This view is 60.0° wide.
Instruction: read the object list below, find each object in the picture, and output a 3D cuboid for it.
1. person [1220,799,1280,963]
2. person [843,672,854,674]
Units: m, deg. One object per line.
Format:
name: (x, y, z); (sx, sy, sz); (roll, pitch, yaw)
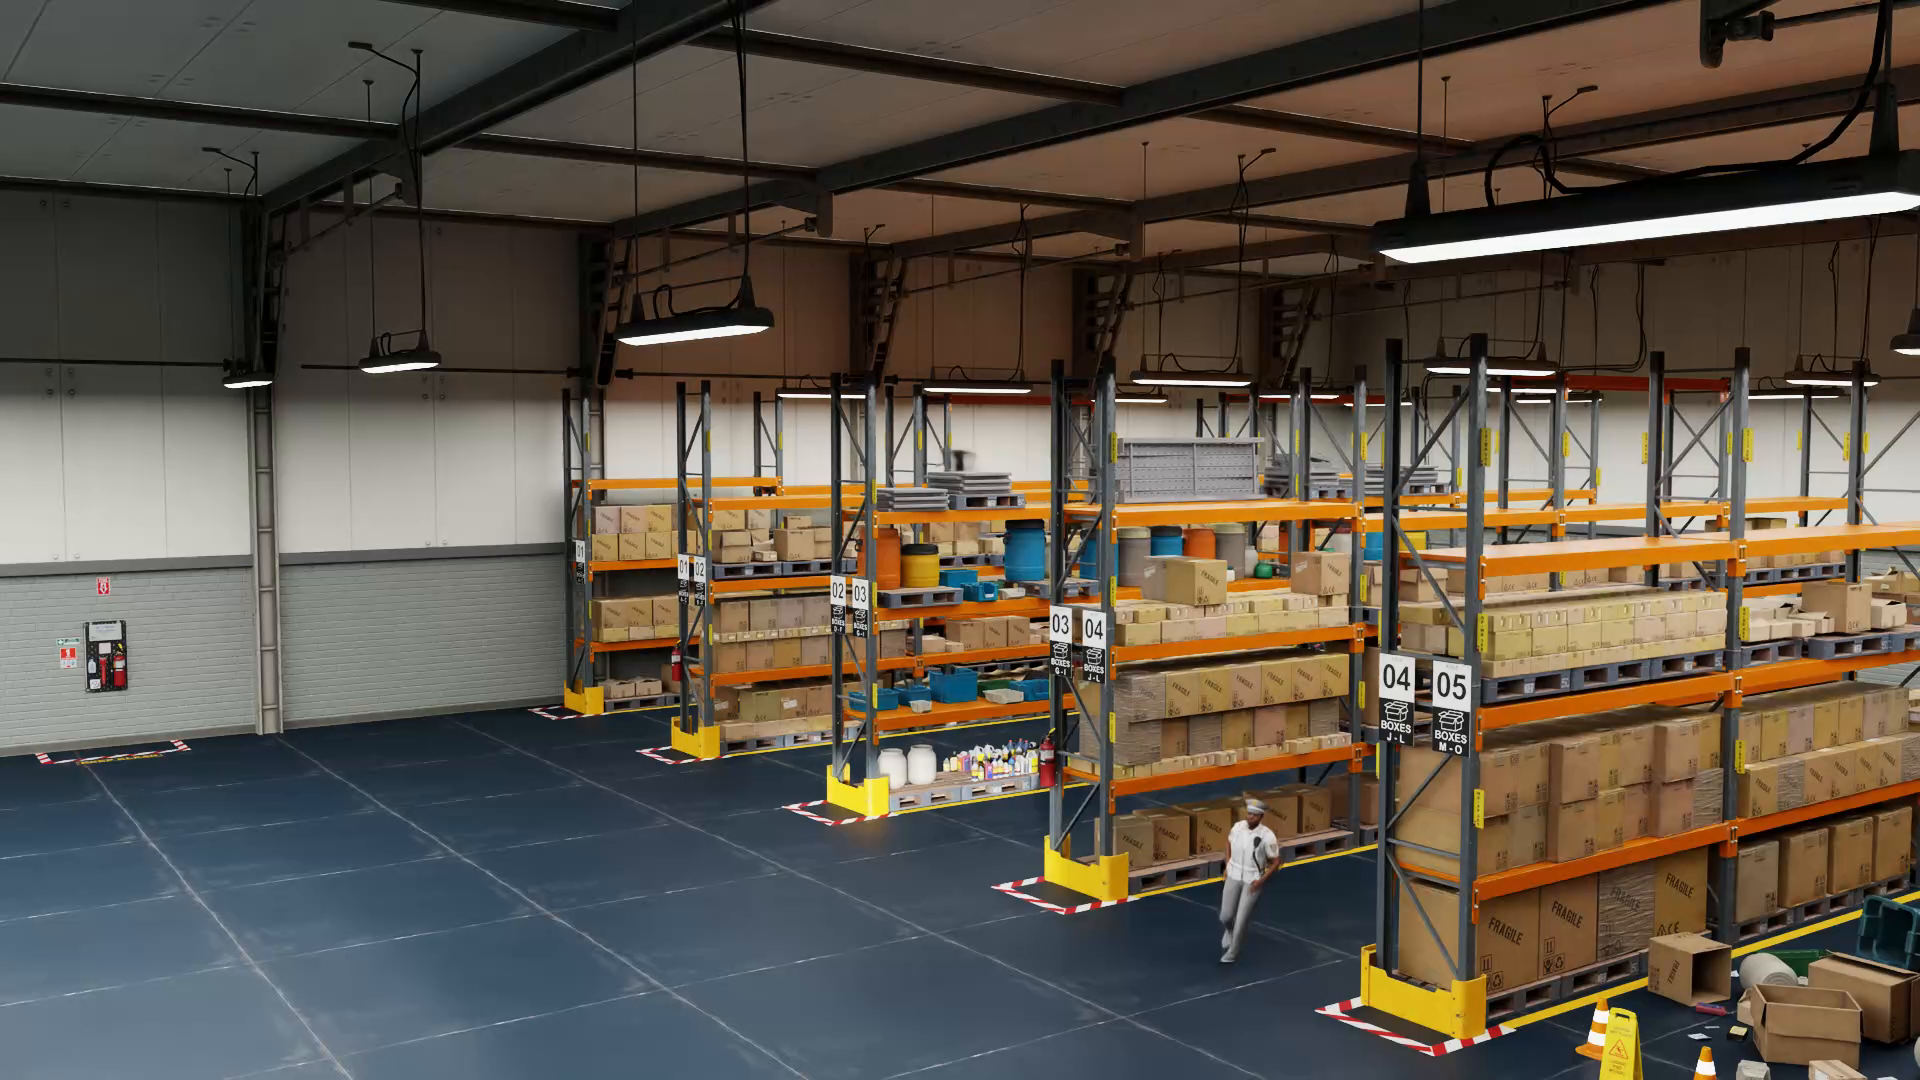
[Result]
person: (2.817, 3.306, 16.213); (0.641, 1.642, 0.557); (2, 4, 26)
person: (-1.981, 2.345, 30.382); (0.998, 1.764, 0.729); (-3, 5, -39)
